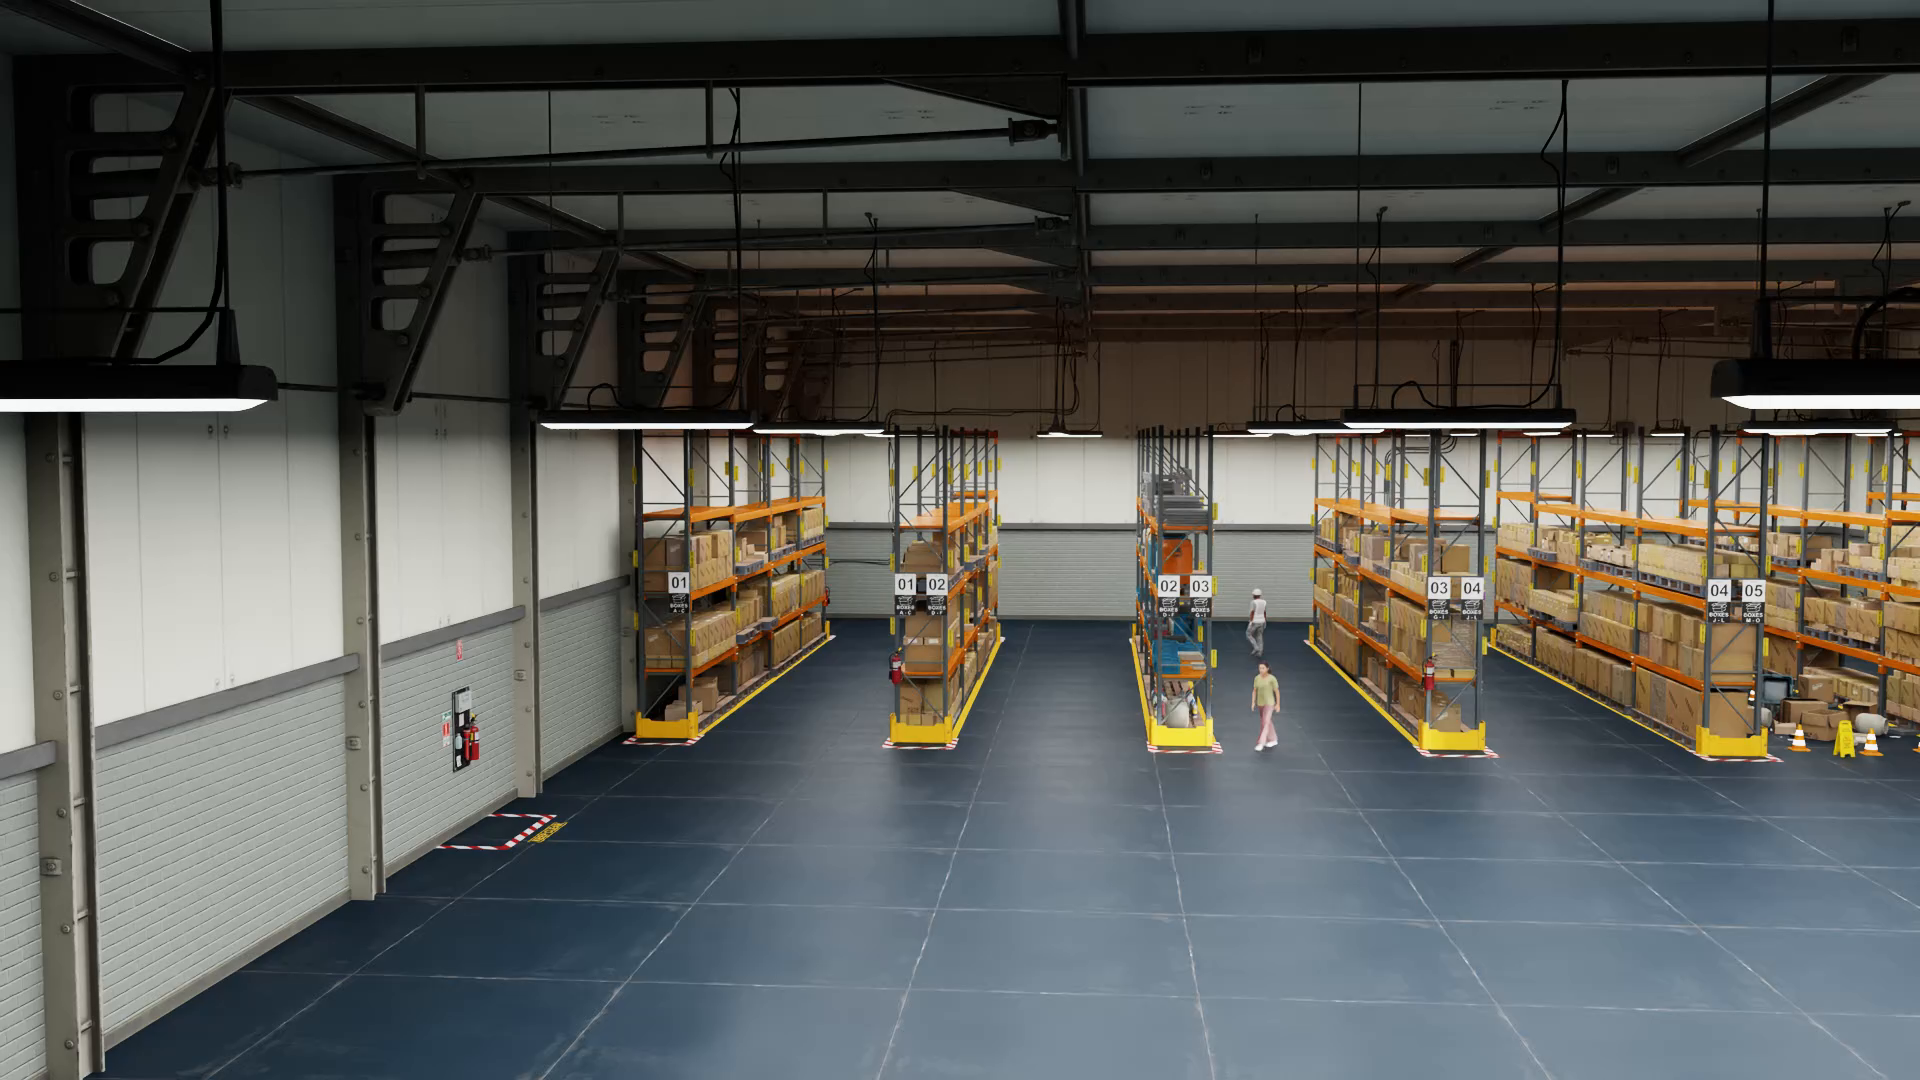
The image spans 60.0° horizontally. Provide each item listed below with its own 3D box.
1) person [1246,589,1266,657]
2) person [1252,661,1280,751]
[{"bbox_3d":[7.876,2.190,43.980,0.609,1.785,0.467,-2,4,-36],"label":"person"},{"bbox_3d":[5.585,3.040,30.660,0.978,1.627,0.467,-3,5,-44],"label":"person"}]
